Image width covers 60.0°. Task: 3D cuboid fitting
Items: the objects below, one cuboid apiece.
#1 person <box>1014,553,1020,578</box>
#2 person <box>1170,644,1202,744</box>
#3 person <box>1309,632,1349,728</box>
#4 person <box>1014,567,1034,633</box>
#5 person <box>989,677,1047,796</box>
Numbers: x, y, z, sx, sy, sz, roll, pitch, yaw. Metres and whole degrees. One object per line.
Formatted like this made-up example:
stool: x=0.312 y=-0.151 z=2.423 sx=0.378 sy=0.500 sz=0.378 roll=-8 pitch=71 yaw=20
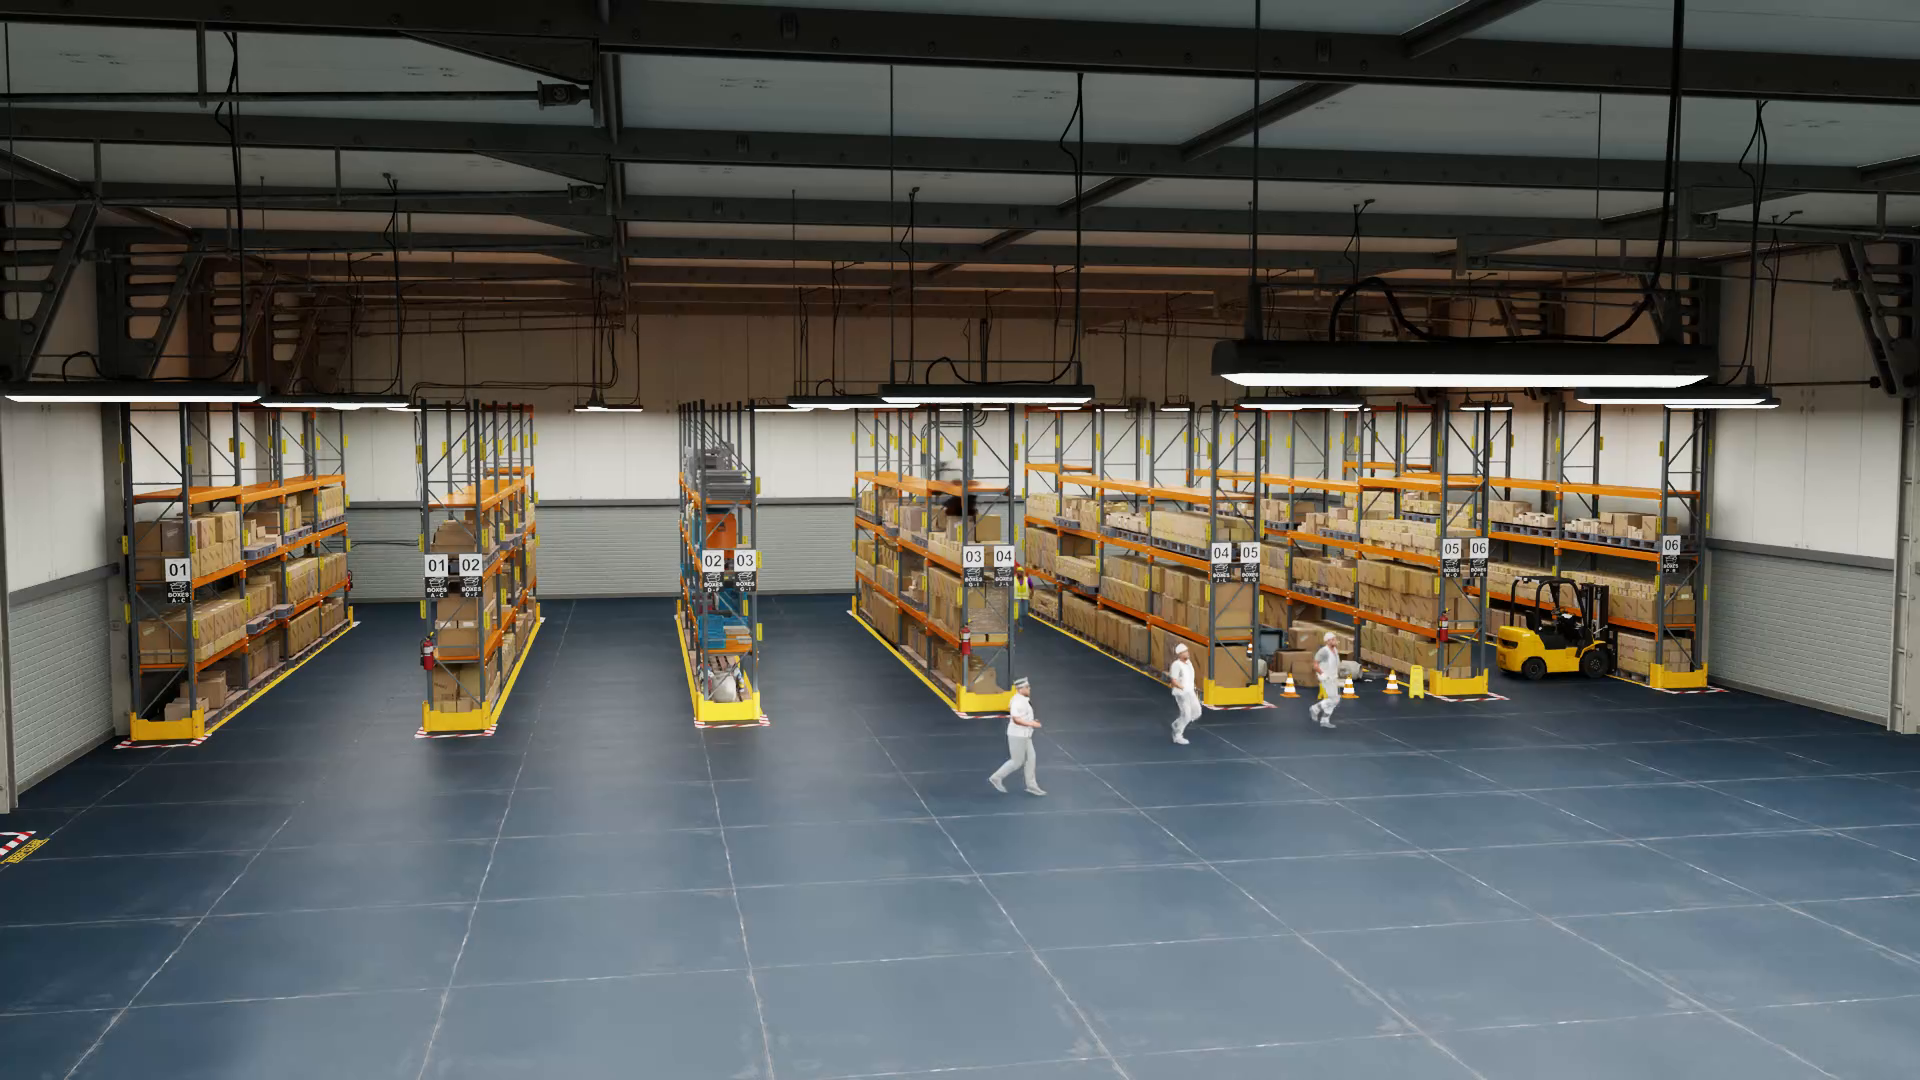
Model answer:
person: x=1.496 y=1.167 z=49.486 sx=0.562 sy=1.650 sz=0.697 roll=-4 pitch=6 yaw=-39
person: x=3.916 y=2.672 z=28.941 sx=0.530 sy=1.739 sz=0.689 roll=3 pitch=5 yaw=31
person: x=6.767 y=2.556 z=30.447 sx=0.628 sy=1.751 sz=0.643 roll=3 pitch=5 yaw=38
person: x=1.604 y=1.563 z=43.800 sx=0.693 sy=1.732 sz=0.561 roll=0 pitch=4 yaw=-6
person: x=0.877 y=2.952 z=25.011 sx=0.867 sy=1.806 sz=0.686 roll=1 pitch=4 yaw=10
